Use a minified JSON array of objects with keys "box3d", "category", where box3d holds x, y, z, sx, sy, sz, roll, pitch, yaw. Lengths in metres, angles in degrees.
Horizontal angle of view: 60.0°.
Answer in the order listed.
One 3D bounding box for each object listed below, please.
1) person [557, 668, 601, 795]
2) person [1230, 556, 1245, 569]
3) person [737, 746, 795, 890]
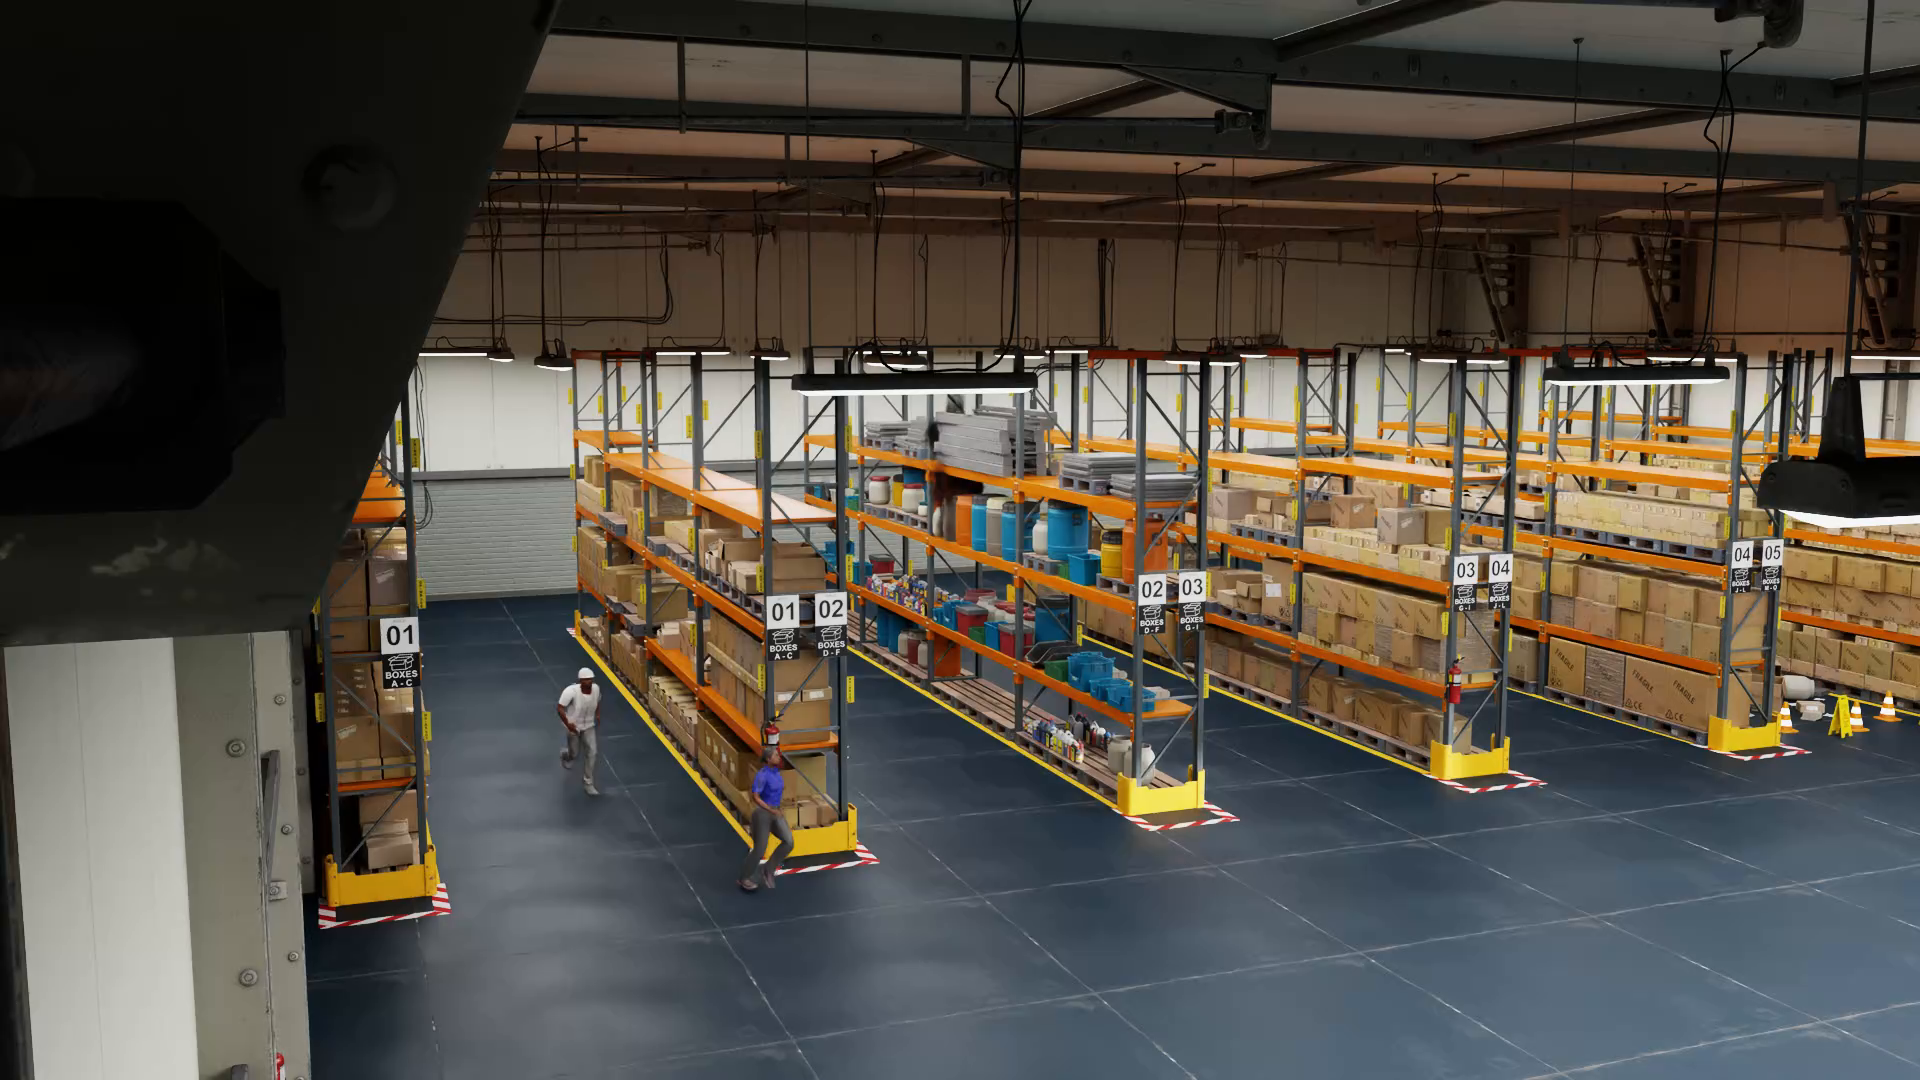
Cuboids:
[{"box3d":[-5.308,2.617,23.184,0.700,1.753,1.007,-5,9,-37],"category":"person"},{"box3d":[6.979,0.338,41.545,0.765,1.736,0.752,4,8,31],"category":"person"},{"box3d":[-2.177,3.223,19.063,0.613,1.541,0.648,3,8,26],"category":"person"}]
